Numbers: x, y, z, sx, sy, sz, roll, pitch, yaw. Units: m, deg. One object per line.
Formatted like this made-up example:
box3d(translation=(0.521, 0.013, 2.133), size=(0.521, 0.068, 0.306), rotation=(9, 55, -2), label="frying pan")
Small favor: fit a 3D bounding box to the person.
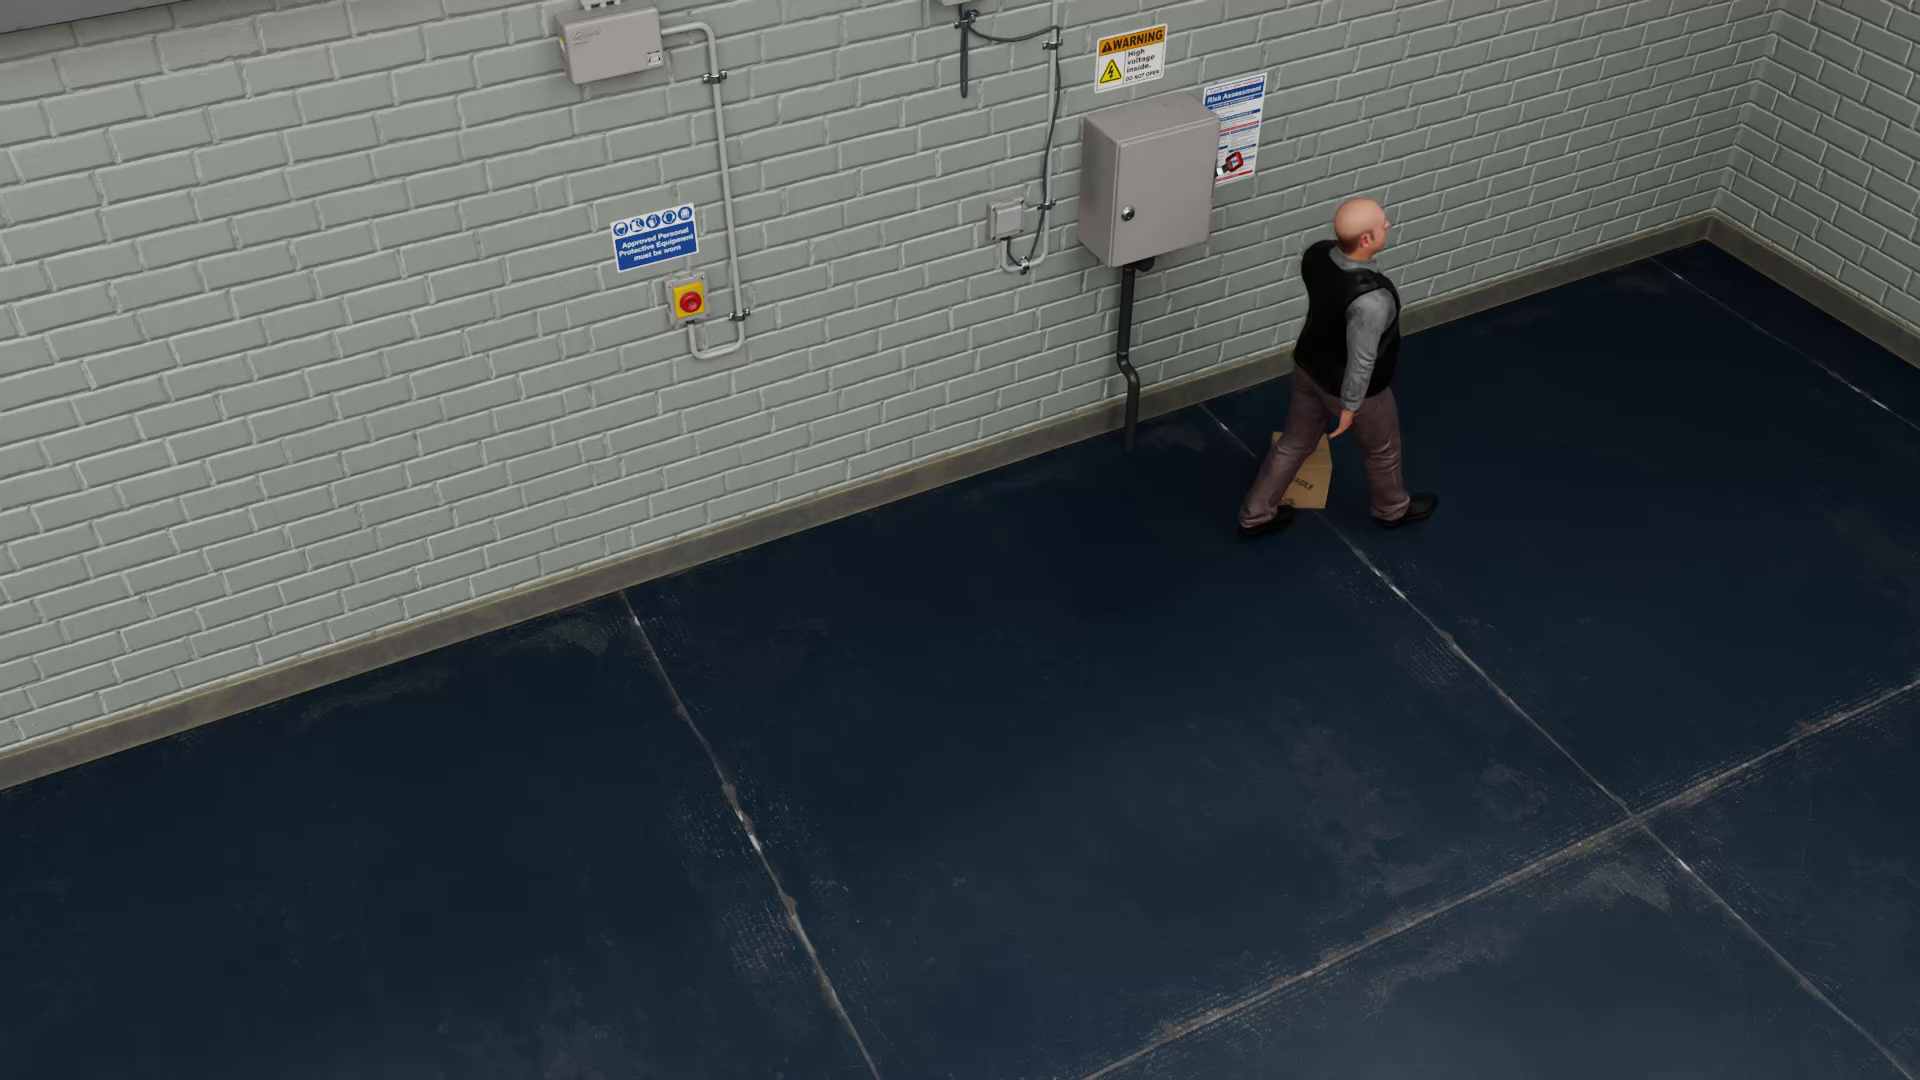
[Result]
box3d(translation=(1.685, -0.726, 7.011), size=(0.923, 1.679, 0.542), rotation=(-19, 45, -21), label="person")
